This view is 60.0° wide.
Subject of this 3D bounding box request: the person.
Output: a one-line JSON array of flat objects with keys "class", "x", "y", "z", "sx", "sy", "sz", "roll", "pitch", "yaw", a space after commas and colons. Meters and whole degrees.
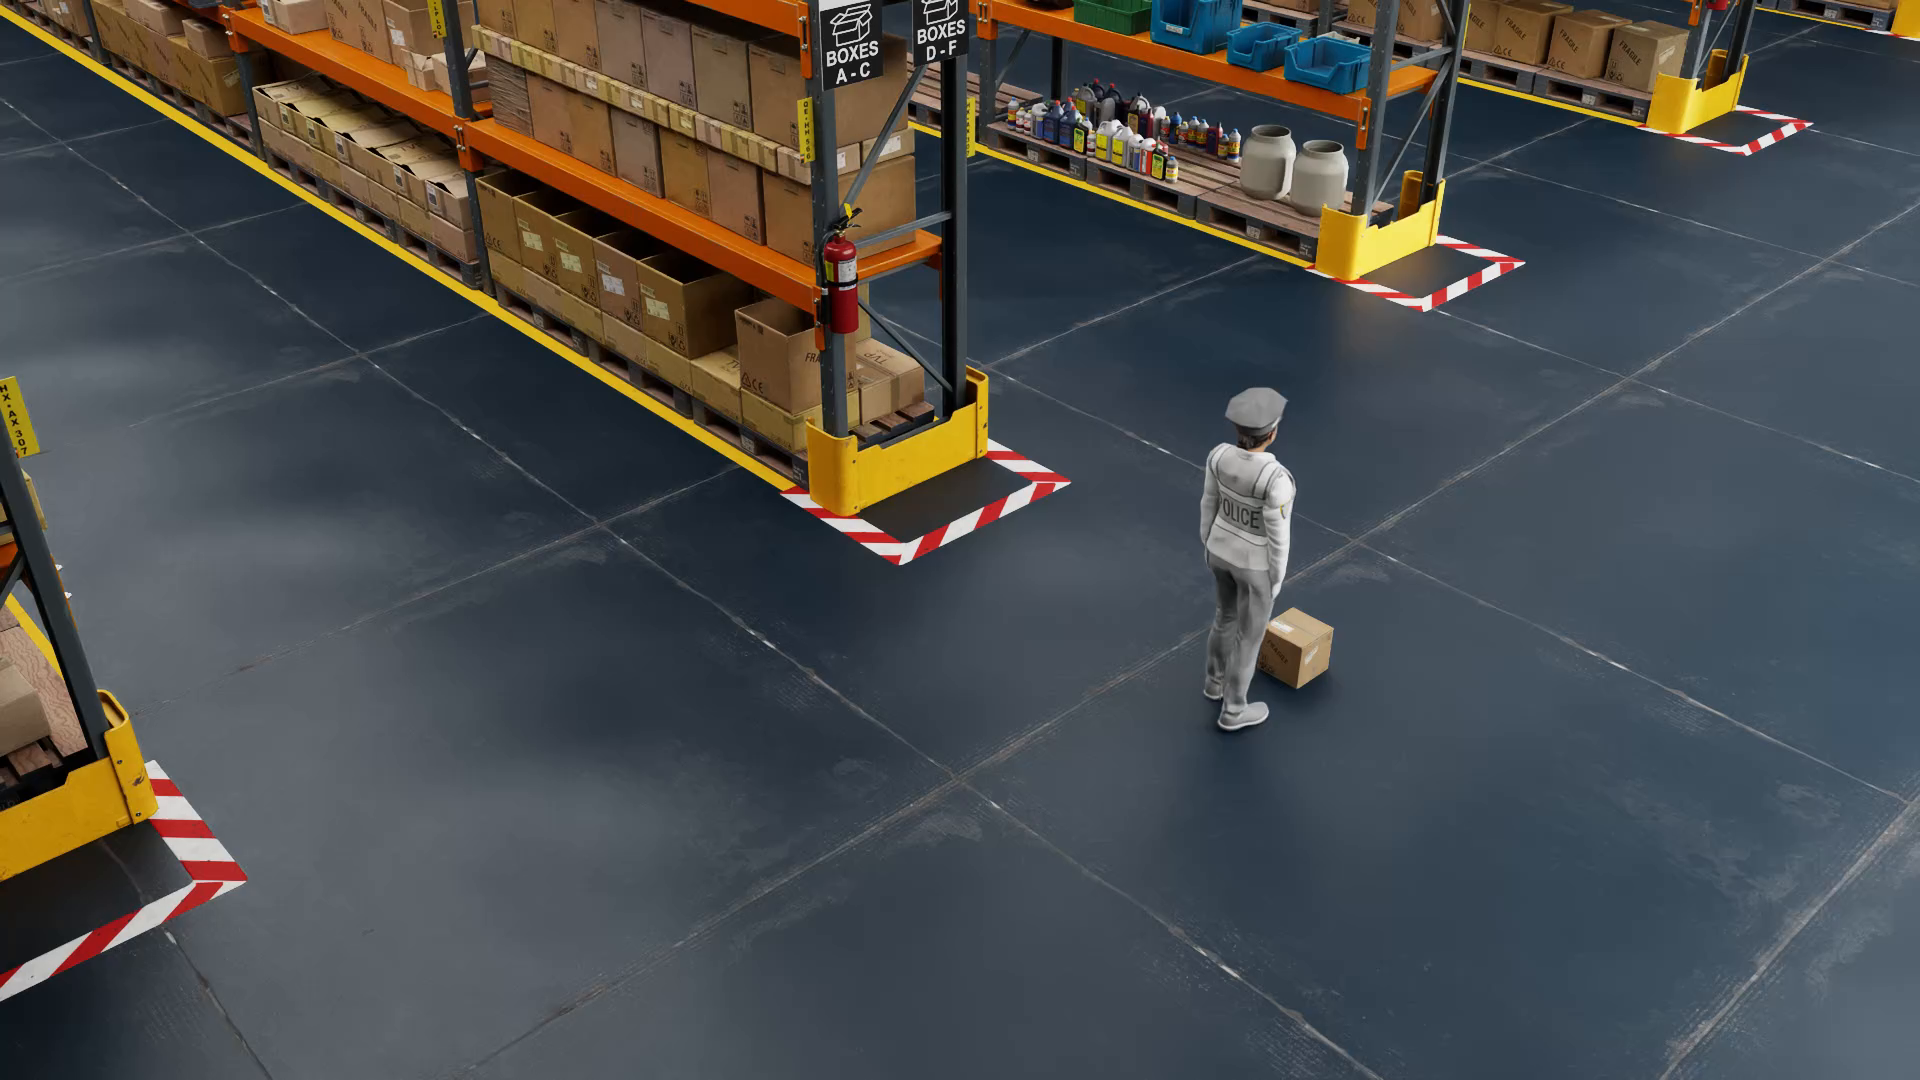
[{"class": "person", "x": 1.314, "y": 0.074, "z": 7.564, "sx": 0.422, "sy": 1.681, "sz": 0.482, "roll": -25, "pitch": 40, "yaw": -34}]
